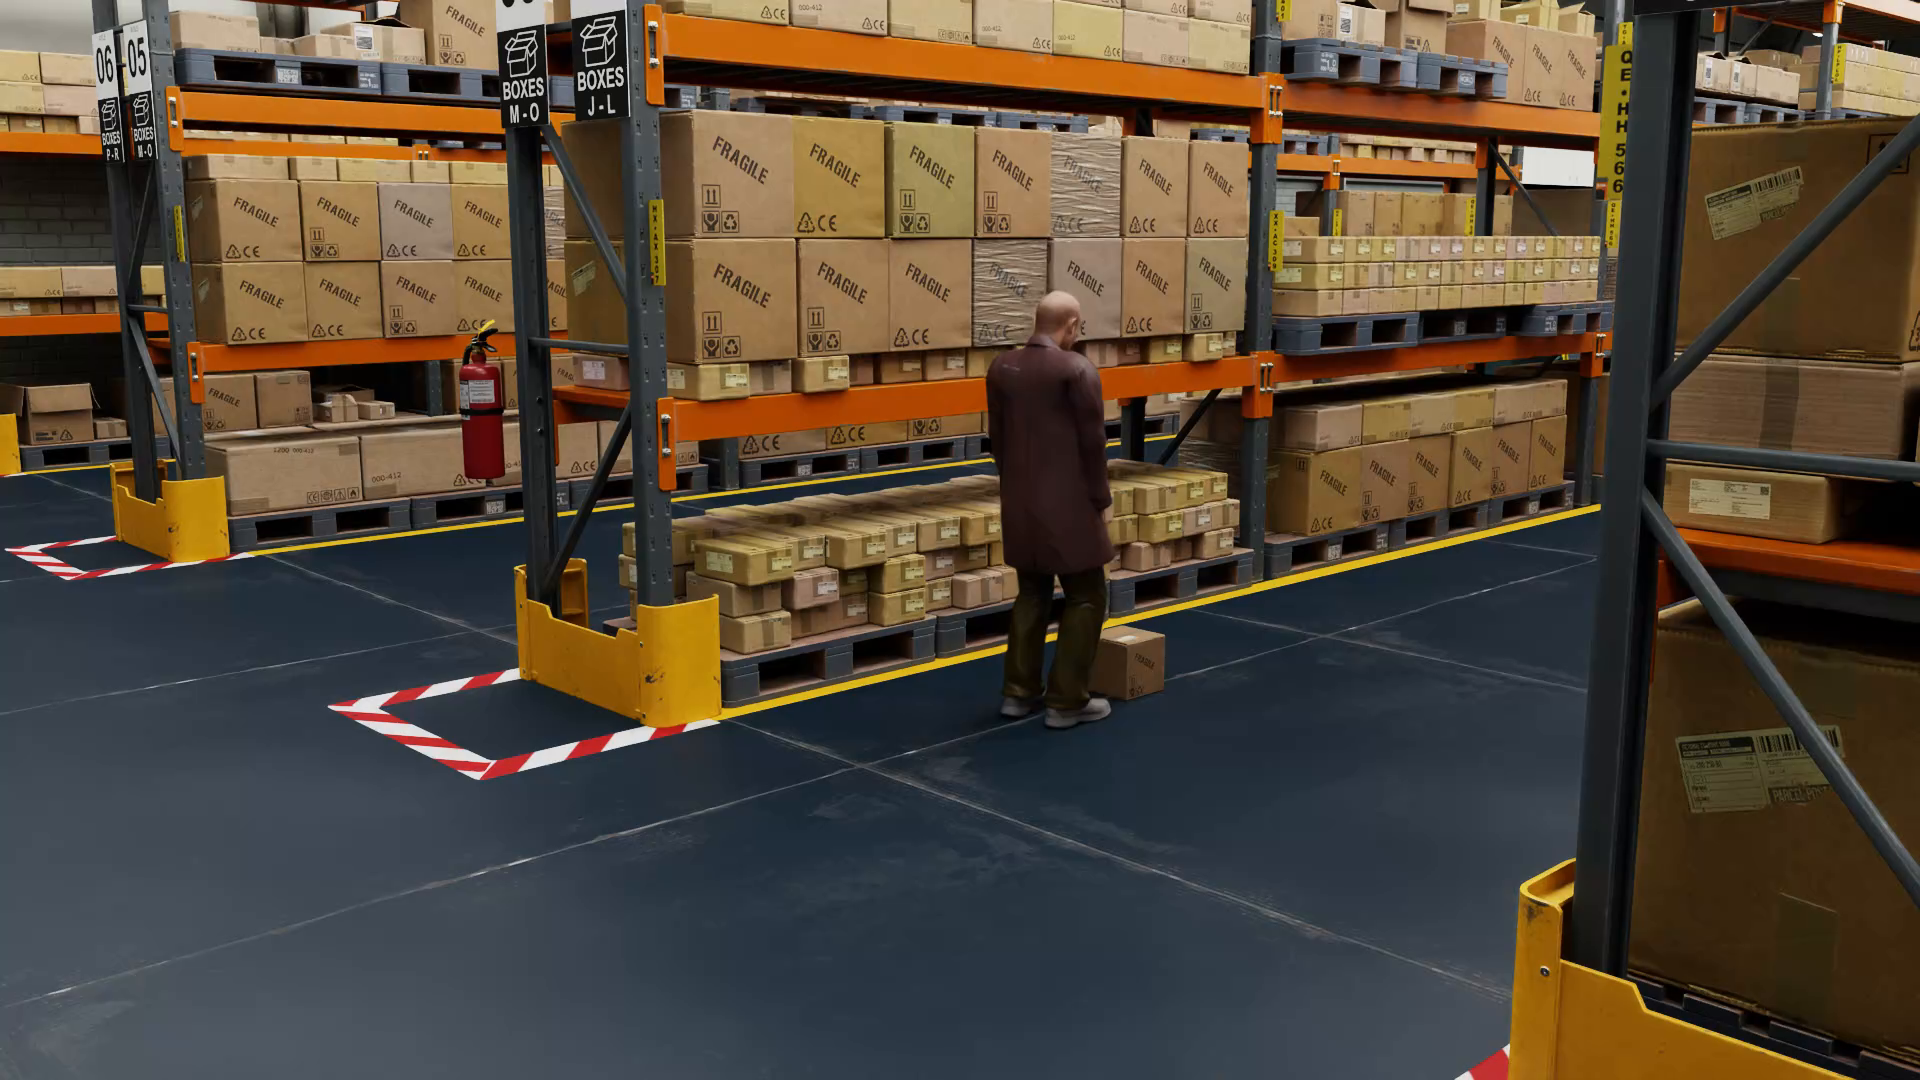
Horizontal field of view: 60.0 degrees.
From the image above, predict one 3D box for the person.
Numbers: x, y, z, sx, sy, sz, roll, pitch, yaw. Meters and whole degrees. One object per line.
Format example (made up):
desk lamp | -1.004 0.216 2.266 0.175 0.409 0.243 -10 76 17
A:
person | 0.366 -0.127 6.774 0.579 1.746 0.394 9 14 42
